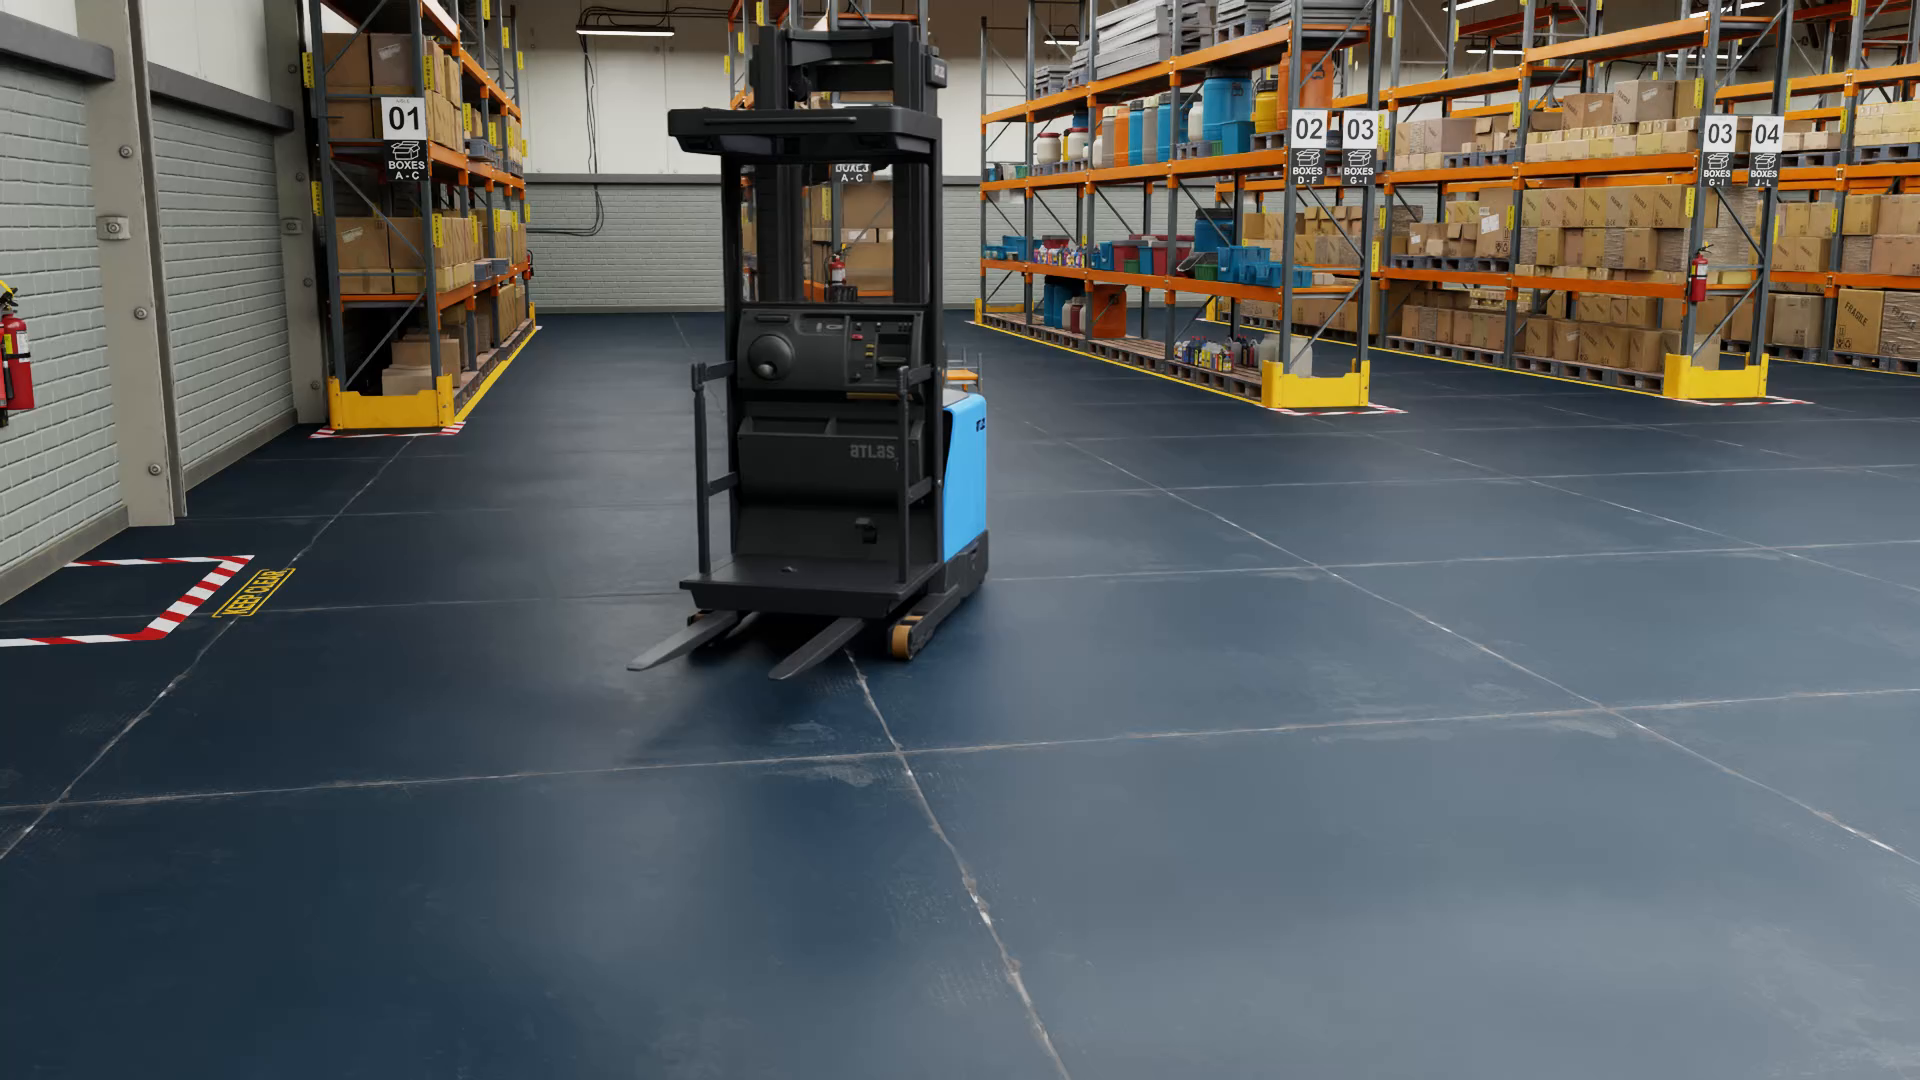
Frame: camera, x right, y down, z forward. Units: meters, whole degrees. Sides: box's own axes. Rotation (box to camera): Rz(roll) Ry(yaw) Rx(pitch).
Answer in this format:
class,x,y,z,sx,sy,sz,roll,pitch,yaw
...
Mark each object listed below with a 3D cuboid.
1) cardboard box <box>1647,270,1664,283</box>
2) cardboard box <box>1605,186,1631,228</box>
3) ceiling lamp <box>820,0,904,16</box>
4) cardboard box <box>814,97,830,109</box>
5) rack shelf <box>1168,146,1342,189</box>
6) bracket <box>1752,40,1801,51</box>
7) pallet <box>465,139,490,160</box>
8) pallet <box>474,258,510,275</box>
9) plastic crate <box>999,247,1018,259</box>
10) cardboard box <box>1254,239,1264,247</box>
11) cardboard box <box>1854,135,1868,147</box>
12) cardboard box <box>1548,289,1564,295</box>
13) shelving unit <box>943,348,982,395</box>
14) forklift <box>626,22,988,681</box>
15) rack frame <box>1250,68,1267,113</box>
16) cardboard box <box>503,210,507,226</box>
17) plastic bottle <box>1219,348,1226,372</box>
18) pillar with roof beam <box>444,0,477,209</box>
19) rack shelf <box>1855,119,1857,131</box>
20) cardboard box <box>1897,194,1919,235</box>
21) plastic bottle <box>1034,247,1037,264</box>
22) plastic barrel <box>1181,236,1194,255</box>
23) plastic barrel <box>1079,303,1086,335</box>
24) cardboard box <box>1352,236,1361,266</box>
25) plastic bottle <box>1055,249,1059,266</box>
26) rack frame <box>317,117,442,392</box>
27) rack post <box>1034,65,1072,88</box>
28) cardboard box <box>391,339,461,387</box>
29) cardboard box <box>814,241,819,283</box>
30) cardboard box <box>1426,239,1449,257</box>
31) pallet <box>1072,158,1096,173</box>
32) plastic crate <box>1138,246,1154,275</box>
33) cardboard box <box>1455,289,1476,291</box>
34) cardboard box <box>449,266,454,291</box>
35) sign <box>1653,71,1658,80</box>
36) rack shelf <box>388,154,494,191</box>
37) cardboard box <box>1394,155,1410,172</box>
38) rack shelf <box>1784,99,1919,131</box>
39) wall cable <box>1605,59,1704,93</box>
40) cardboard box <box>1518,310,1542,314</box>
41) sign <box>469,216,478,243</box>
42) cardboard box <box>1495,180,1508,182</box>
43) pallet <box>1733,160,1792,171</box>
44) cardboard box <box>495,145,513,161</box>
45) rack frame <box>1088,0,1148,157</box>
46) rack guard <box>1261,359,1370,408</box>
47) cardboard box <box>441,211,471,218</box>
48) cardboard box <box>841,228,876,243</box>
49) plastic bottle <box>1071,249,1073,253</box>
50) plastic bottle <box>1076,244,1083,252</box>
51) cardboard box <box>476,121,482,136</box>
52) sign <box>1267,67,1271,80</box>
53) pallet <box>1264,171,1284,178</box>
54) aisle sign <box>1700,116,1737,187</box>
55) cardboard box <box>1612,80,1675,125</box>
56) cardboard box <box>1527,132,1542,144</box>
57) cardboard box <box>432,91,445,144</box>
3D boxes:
class,x,y,z,sx,sy,sz,roll,pitch,yaw
cardboard box,8.483,-3.160,19.948,0.380,0.149,0.250,-2,11,-11
cardboard box,8.341,-4.110,20.533,0.500,0.500,0.500,-2,11,-11
ceiling lamp,-2.009,-12.121,34.700,2.000,3.185,0.800,-2,11,-11
cardboard box,-1.313,-4.666,18.069,0.500,0.250,0.500,-2,11,-11
rack shelf,3.640,-4.456,19.985,1.077,0.370,4.000,-2,11,-11
bracket,19.752,-12.443,42.378,0.076,0.066,5.218,-2,11,-11
pallet,-6.482,-4.840,20.585,1.213,0.211,1.003,-2,11,-11
pallet,-7.001,-3.855,23.439,1.213,0.211,1.003,-2,11,-11
plastic crate,0.957,-5.497,31.840,0.416,0.233,0.300,-2,11,-11
cardboard box,6.008,-5.682,32.132,0.500,0.250,0.500,-2,11,-10
cardboard box,12.732,-5.571,23.201,0.380,0.149,0.250,-2,11,-12
cardboard box,11.323,-4.713,30.993,0.500,0.250,0.500,-3,11,-14
shelving unit,-0.032,-0.620,10.744,0.258,1.200,0.503,-2,11,-11
forklift,-0.681,-0.958,7.892,1.130,2.935,3.031,3,11,13
rack frame,5.776,-9.030,34.074,1.000,3.000,0.127,-2,11,-11
cardboard box,-7.492,-5.119,26.445,0.500,0.250,0.500,-2,11,-10
plastic bottle,3.201,-2.192,20.279,0.061,0.283,0.133,-2,11,-10
pillar with roof beam,-5.951,-9.110,34.494,9.100,9.000,0.548,-2,11,-11
rack shelf,20.754,-8.850,35.060,1.077,0.370,4.000,-2,11,-11
cardboard box,13.224,-4.379,22.391,0.875,0.550,0.550,-2,11,-11
plastic bottle,1.348,-5.029,29.411,0.061,0.283,0.133,-2,11,-11
plastic barrel,3.280,-3.953,23.077,0.433,0.535,0.433,0,11,0
plastic barrel,2.164,-3.609,27.169,0.421,0.512,0.421,0,11,0
cardboard box,6.901,-4.838,27.827,0.500,0.500,0.500,-2,11,-12
plastic bottle,1.651,-4.755,28.001,0.097,0.271,0.097,0,11,0
rack frame,-5.689,-2.608,16.378,1.000,3.000,0.127,-2,11,-11
rack post,1.828,-7.924,28.463,0.937,0.300,0.954,-2,11,-12
cardboard box,-5.939,-1.968,18.521,0.700,0.500,0.500,-3,11,-15
cardboard box,-1.407,-3.394,20.240,0.700,0.500,0.500,-2,11,-12
cardboard box,7.432,-4.433,25.242,0.500,0.250,0.500,-2,11,-13
pallet,2.420,-5.961,26.473,1.003,0.211,1.213,-2,11,-11
plastic crate,2.732,-3.885,23.131,0.392,0.384,0.575,-2,11,-11
cardboard box,10.524,-5.138,34.578,0.380,0.149,0.250,-2,11,-11
cardboard box,-5.587,-2.740,17.419,0.500,0.250,0.500,-2,11,-13
sign,14.951,-9.908,35.766,0.100,0.325,0.005,-2,11,-11
rack shelf,-6.856,-4.829,21.947,1.077,0.370,4.000,-2,11,-11
cardboard box,7.173,-5.920,26.159,0.500,0.250,0.500,-2,11,-10
rack shelf,16.663,-7.740,30.291,1.077,0.370,4.000,-2,11,-11
wall cable,17.592,-10.563,42.029,2.988,3.039,0.133,-2,11,-11
cardboard box,11.028,-4.377,32.171,0.380,0.149,0.250,-2,11,-10
sign,-5.936,-3.788,20.263,0.100,0.325,0.005,-2,11,-11
cardboard box,10.893,-7.177,32.759,0.500,0.250,0.500,-2,11,-12
pallet,12.614,-5.837,25.827,1.003,0.211,1.213,-2,11,-8
cardboard box,-7.898,-6.601,28.343,0.500,0.250,0.500,-2,11,-11
rack frame,2.473,-7.383,25.419,1.000,3.000,0.127,-2,11,-11
rack guard,3.968,-1.753,18.569,1.175,0.500,0.348,-2,11,-11
cardboard box,-7.071,-4.539,23.342,0.380,0.149,0.250,-4,12,-21
cardboard box,-1.091,-3.220,17.590,0.380,0.149,0.250,-2,11,-12
plastic bottle,1.859,-4.686,27.606,0.061,0.283,0.133,-2,11,-11
plastic bottle,2.090,-4.950,28.810,0.144,0.351,0.185,-2,11,-11
cardboard box,-7.645,-6.099,25.249,0.700,0.500,0.500,-2,11,-8
sign,6.311,-9.545,34.070,0.100,0.325,0.005,-2,11,-11
pallet,6.405,-6.930,31.299,1.003,0.211,1.213,-2,11,-11
aisle sign,8.605,-4.404,18.858,0.394,0.787,0.004,-2,11,-11
cardboard box,8.338,-5.338,20.299,0.500,0.500,0.500,-2,11,-11
cardboard box,7.871,-5.407,22.396,0.380,0.149,0.250,-2,11,-13
cardboard box,-5.578,-4.311,16.981,0.500,0.500,0.500,-1,11,-7
